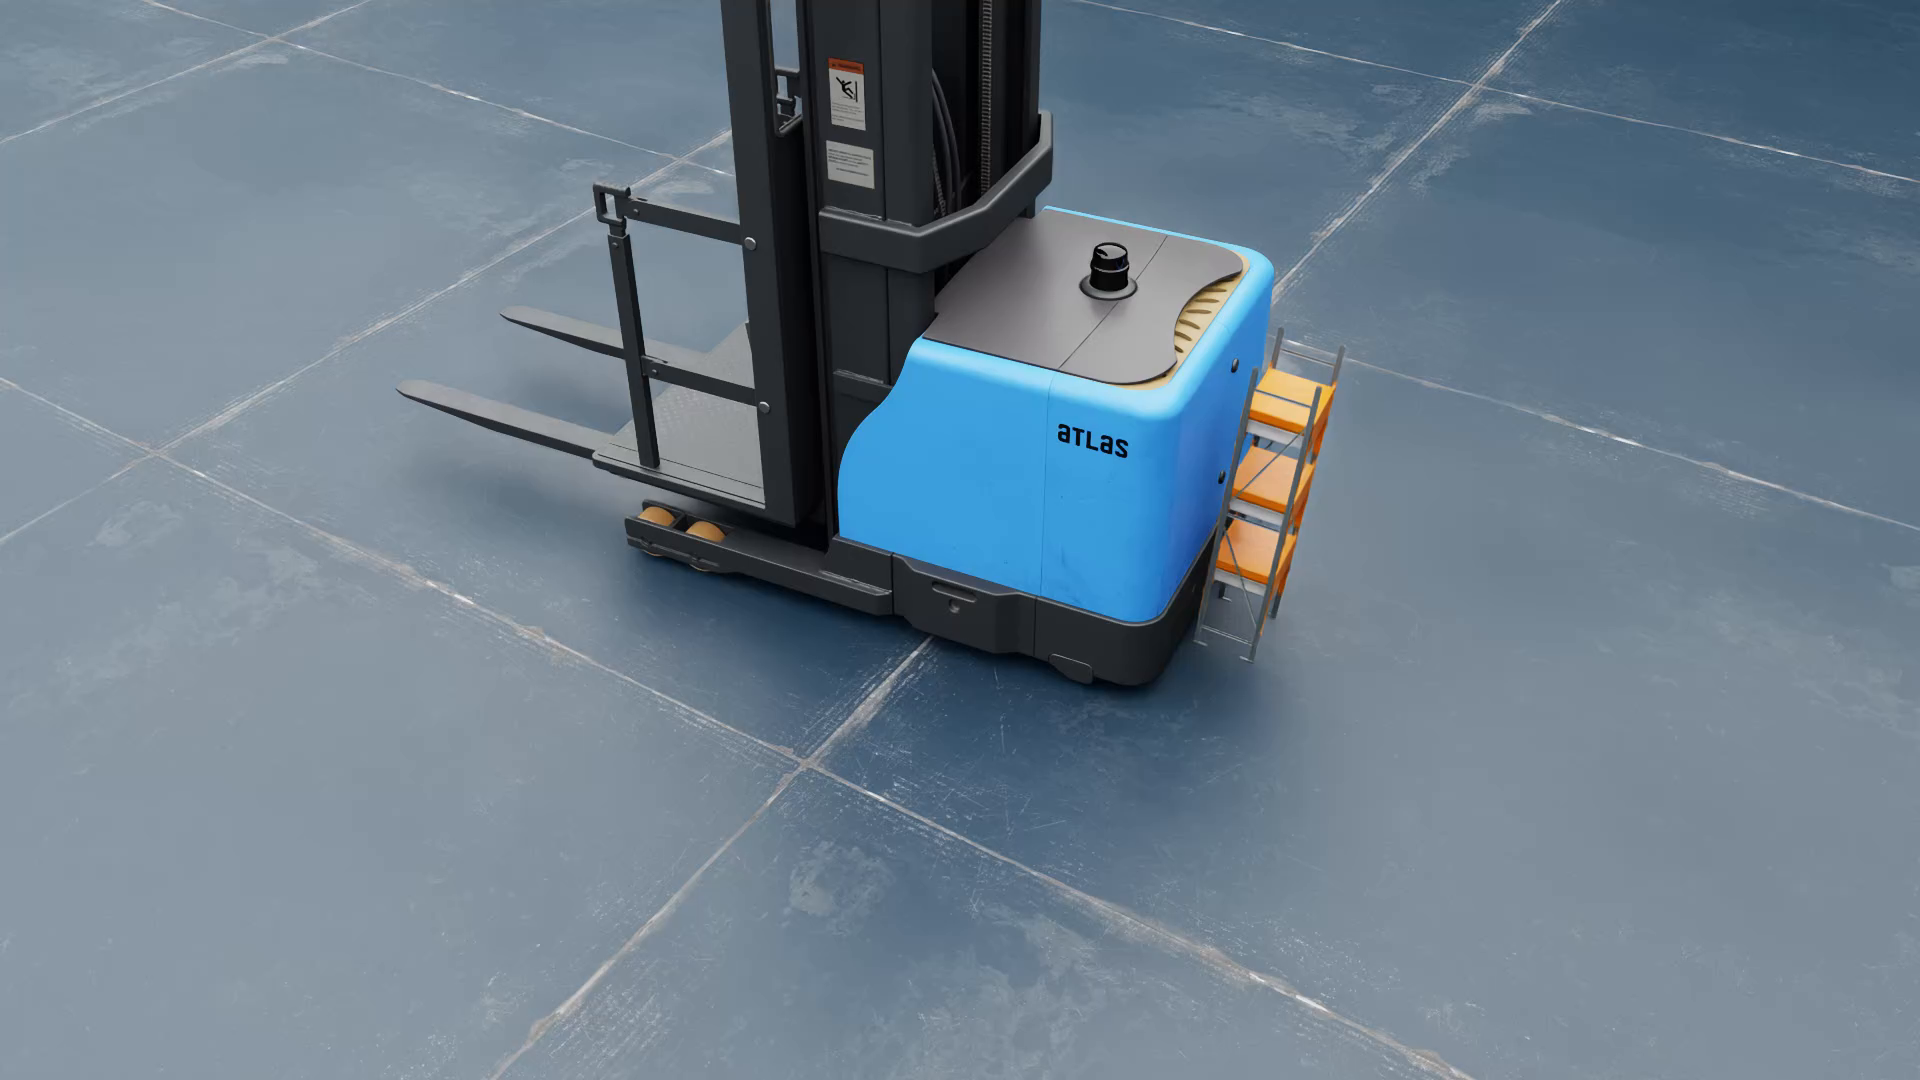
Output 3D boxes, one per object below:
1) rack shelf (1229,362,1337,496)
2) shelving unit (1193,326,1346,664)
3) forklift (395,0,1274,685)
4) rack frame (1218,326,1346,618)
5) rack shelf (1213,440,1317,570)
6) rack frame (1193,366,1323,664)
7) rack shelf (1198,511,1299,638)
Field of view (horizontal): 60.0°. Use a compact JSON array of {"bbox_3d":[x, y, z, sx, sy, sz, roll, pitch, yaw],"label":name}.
[{"bbox_3d":[0.943,-0.325,4.853,0.215,0.259,0.240,20,42,17],"label":"rack shelf"},{"bbox_3d":[0.924,-0.115,5.027,0.215,1.050,0.252,20,42,17],"label":"shelving unit"},{"bbox_3d":[-0.569,-1.327,5.071,3.031,2.935,1.130,16,41,20],"label":"forklift"},{"bbox_3d":[0.976,-0.183,5.114,0.200,1.050,0.008,20,42,17],"label":"rack frame"},{"bbox_3d":[0.923,-0.107,5.034,0.215,0.259,0.240,20,42,17],"label":"rack shelf"},{"bbox_3d":[0.871,-0.048,4.940,0.200,1.050,0.008,20,42,17],"label":"rack frame"},{"bbox_3d":[0.904,0.106,5.211,0.215,0.259,0.240,20,42,17],"label":"rack shelf"}]
